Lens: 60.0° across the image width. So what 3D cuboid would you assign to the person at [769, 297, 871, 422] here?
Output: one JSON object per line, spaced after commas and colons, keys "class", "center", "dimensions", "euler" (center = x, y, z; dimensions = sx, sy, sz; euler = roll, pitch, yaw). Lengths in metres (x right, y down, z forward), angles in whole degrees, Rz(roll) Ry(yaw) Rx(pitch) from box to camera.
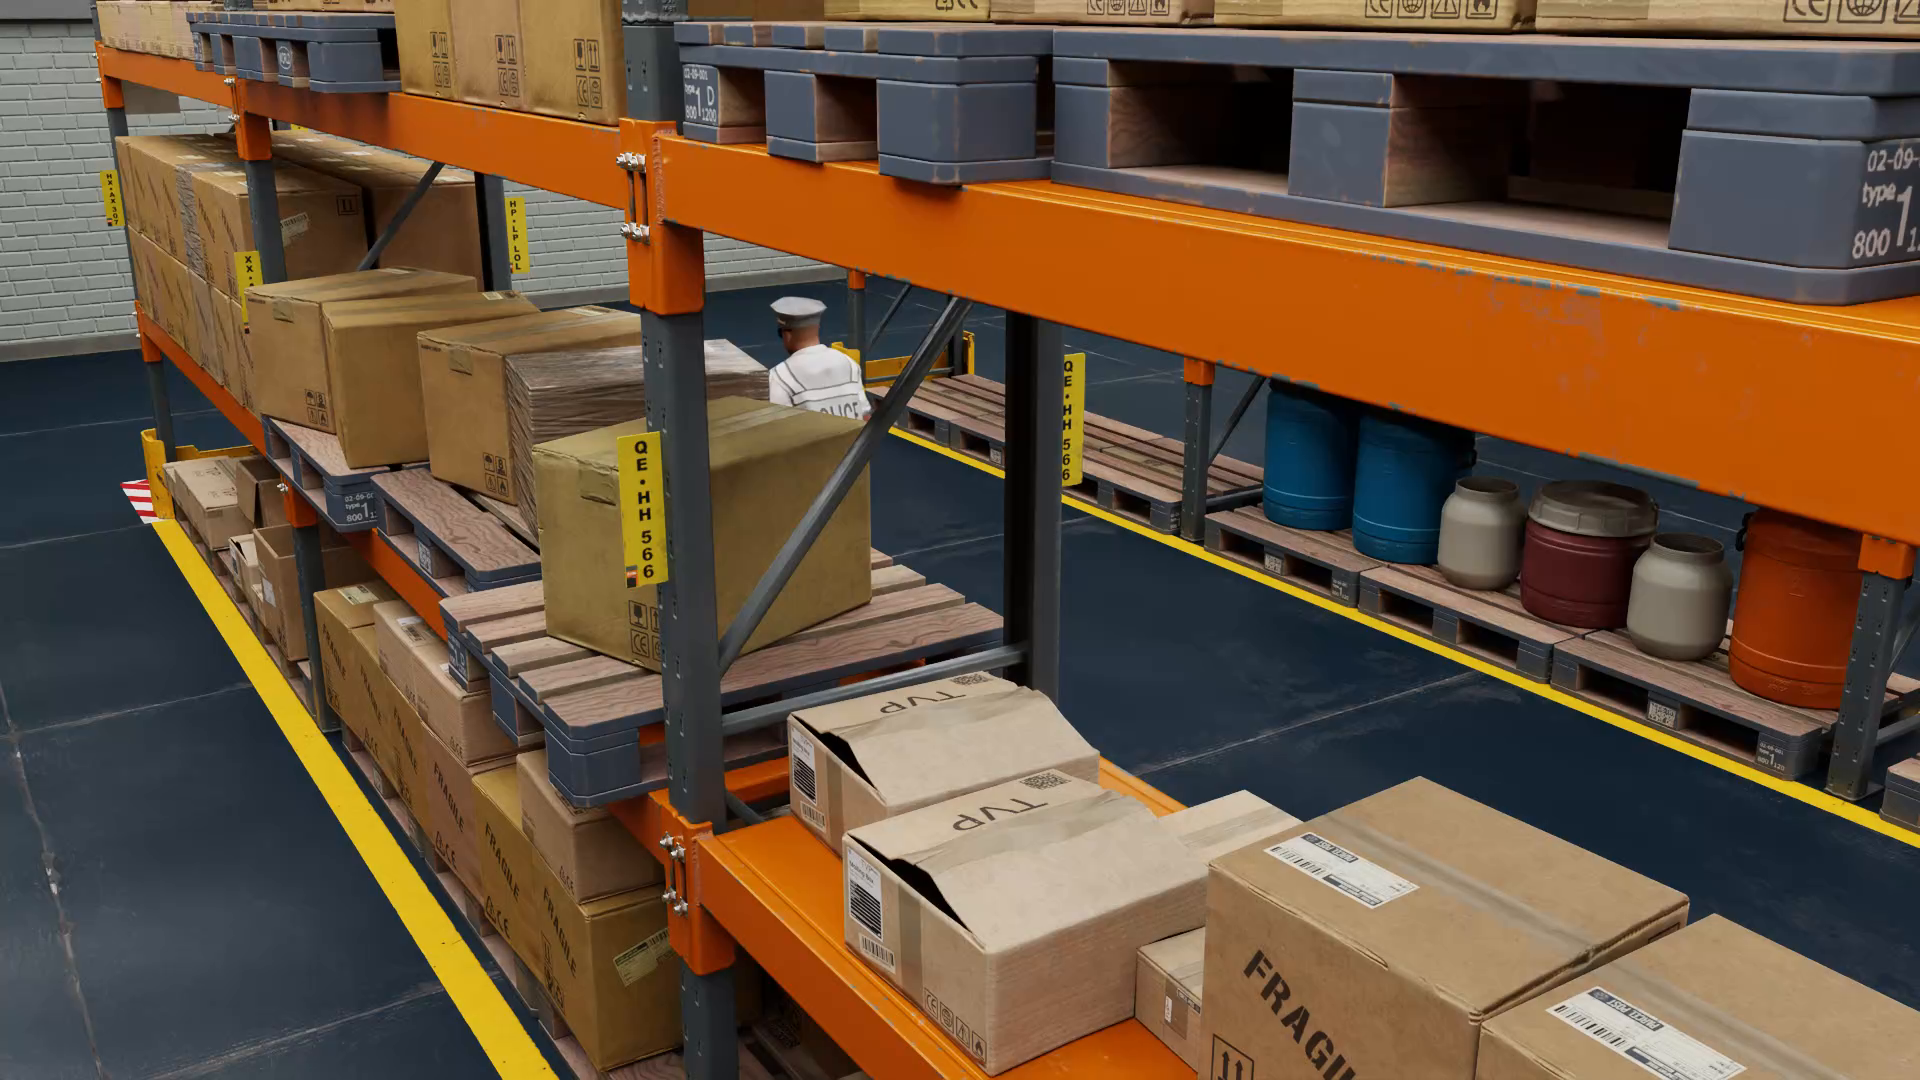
{"class": "person", "center": [-0.664, -0.255, 7.830], "dimensions": [0.594, 1.747, 0.437], "euler": [-13, 22, -34]}
